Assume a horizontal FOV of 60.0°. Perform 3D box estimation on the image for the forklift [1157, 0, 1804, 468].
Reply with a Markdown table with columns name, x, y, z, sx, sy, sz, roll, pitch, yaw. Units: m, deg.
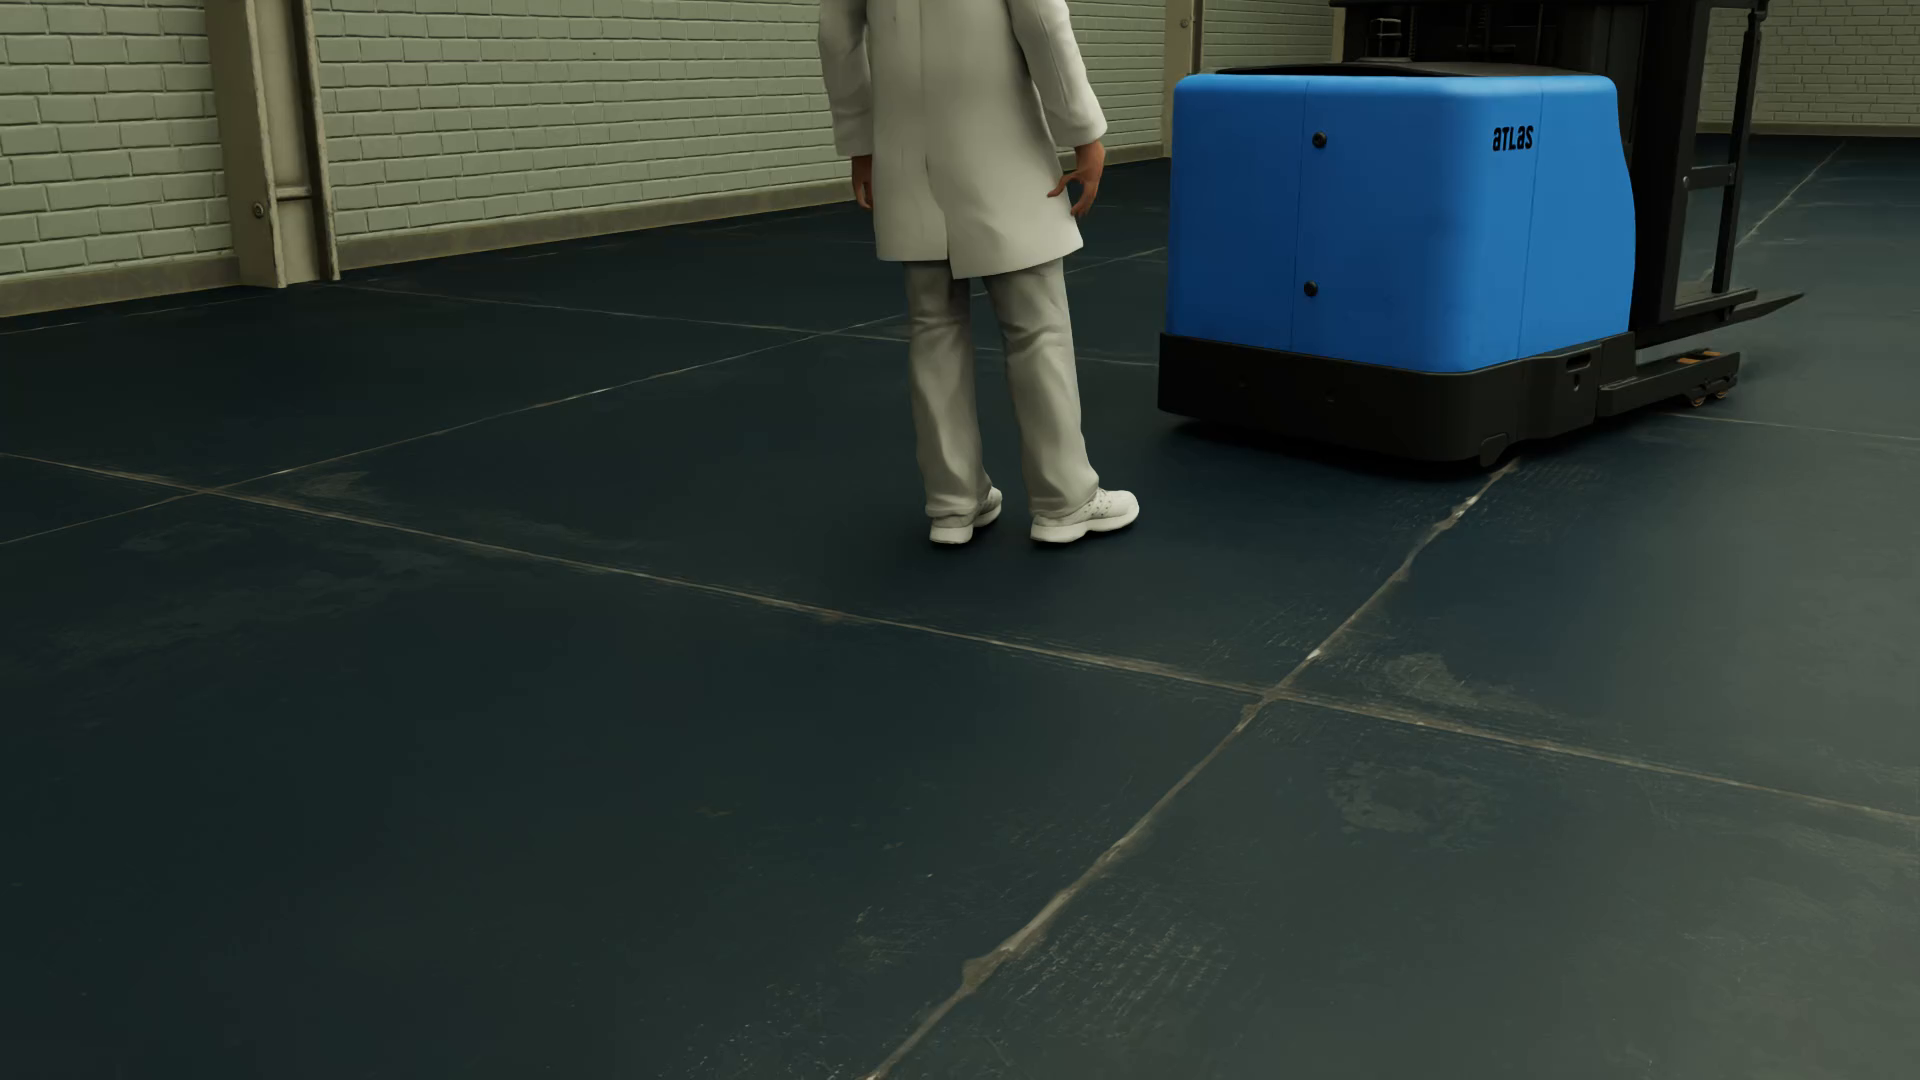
| name | x | y | z | sx | sy | sz | roll | pitch | yaw |
| --- | --- | --- | --- | --- | --- | --- | --- | --- | --- |
| forklift | 2.022 | -1.941 | 5.442 | 3.031 | 2.935 | 1.130 | -15 | 22 | -42 |

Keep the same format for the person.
| name | x | y | z | sx | sy | sz | roll | pitch | yaw |
| --- | --- | --- | --- | --- | --- | --- | --- | --- | --- |
| person | 0.048 | -0.882 | 3.862 | 0.698 | 1.777 | 0.578 | 9 | 19 | 28 |
